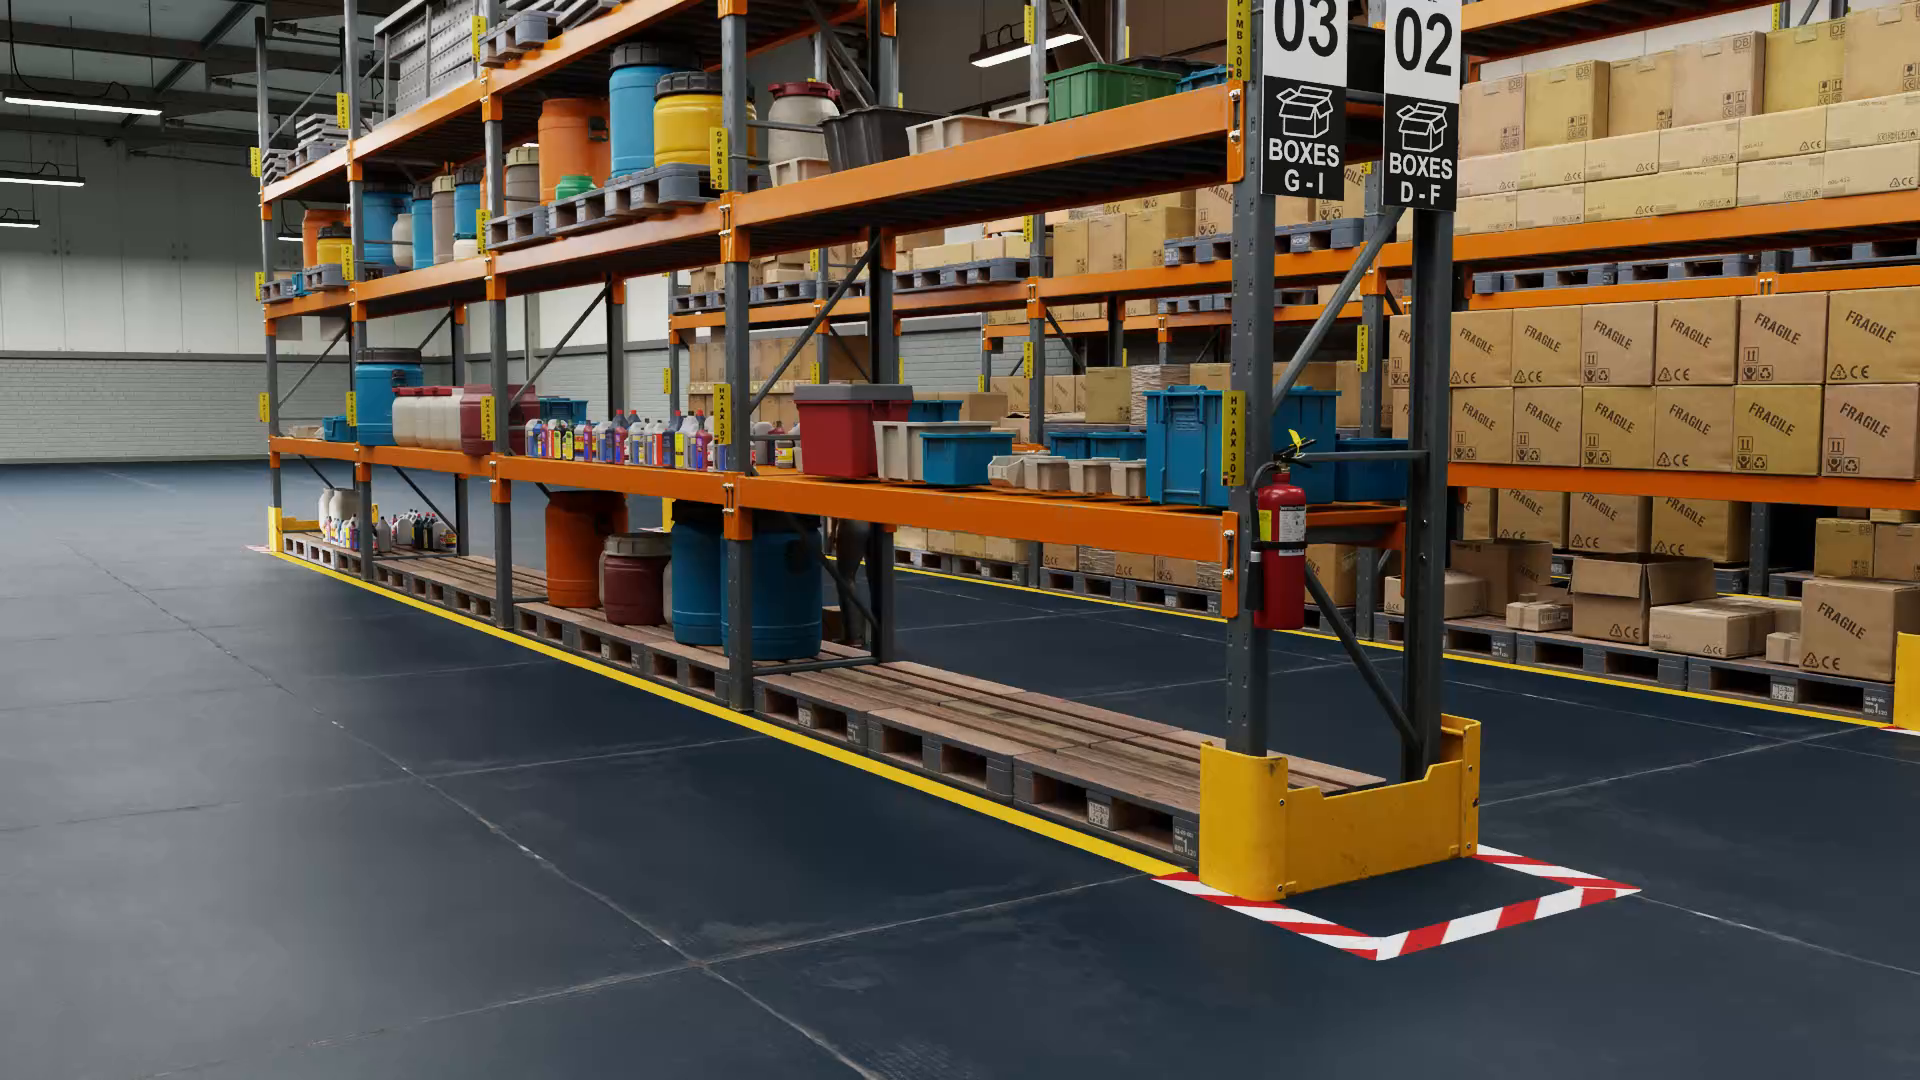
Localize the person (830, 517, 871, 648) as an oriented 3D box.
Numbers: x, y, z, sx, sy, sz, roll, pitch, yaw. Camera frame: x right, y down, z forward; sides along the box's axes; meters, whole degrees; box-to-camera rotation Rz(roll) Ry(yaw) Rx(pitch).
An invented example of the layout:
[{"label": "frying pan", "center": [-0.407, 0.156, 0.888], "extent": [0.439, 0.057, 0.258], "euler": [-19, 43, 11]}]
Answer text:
[{"label": "person", "center": [-0.680, -0.078, 11.551], "extent": [0.505, 1.654, 0.352], "euler": [-3, 6, -35]}]
